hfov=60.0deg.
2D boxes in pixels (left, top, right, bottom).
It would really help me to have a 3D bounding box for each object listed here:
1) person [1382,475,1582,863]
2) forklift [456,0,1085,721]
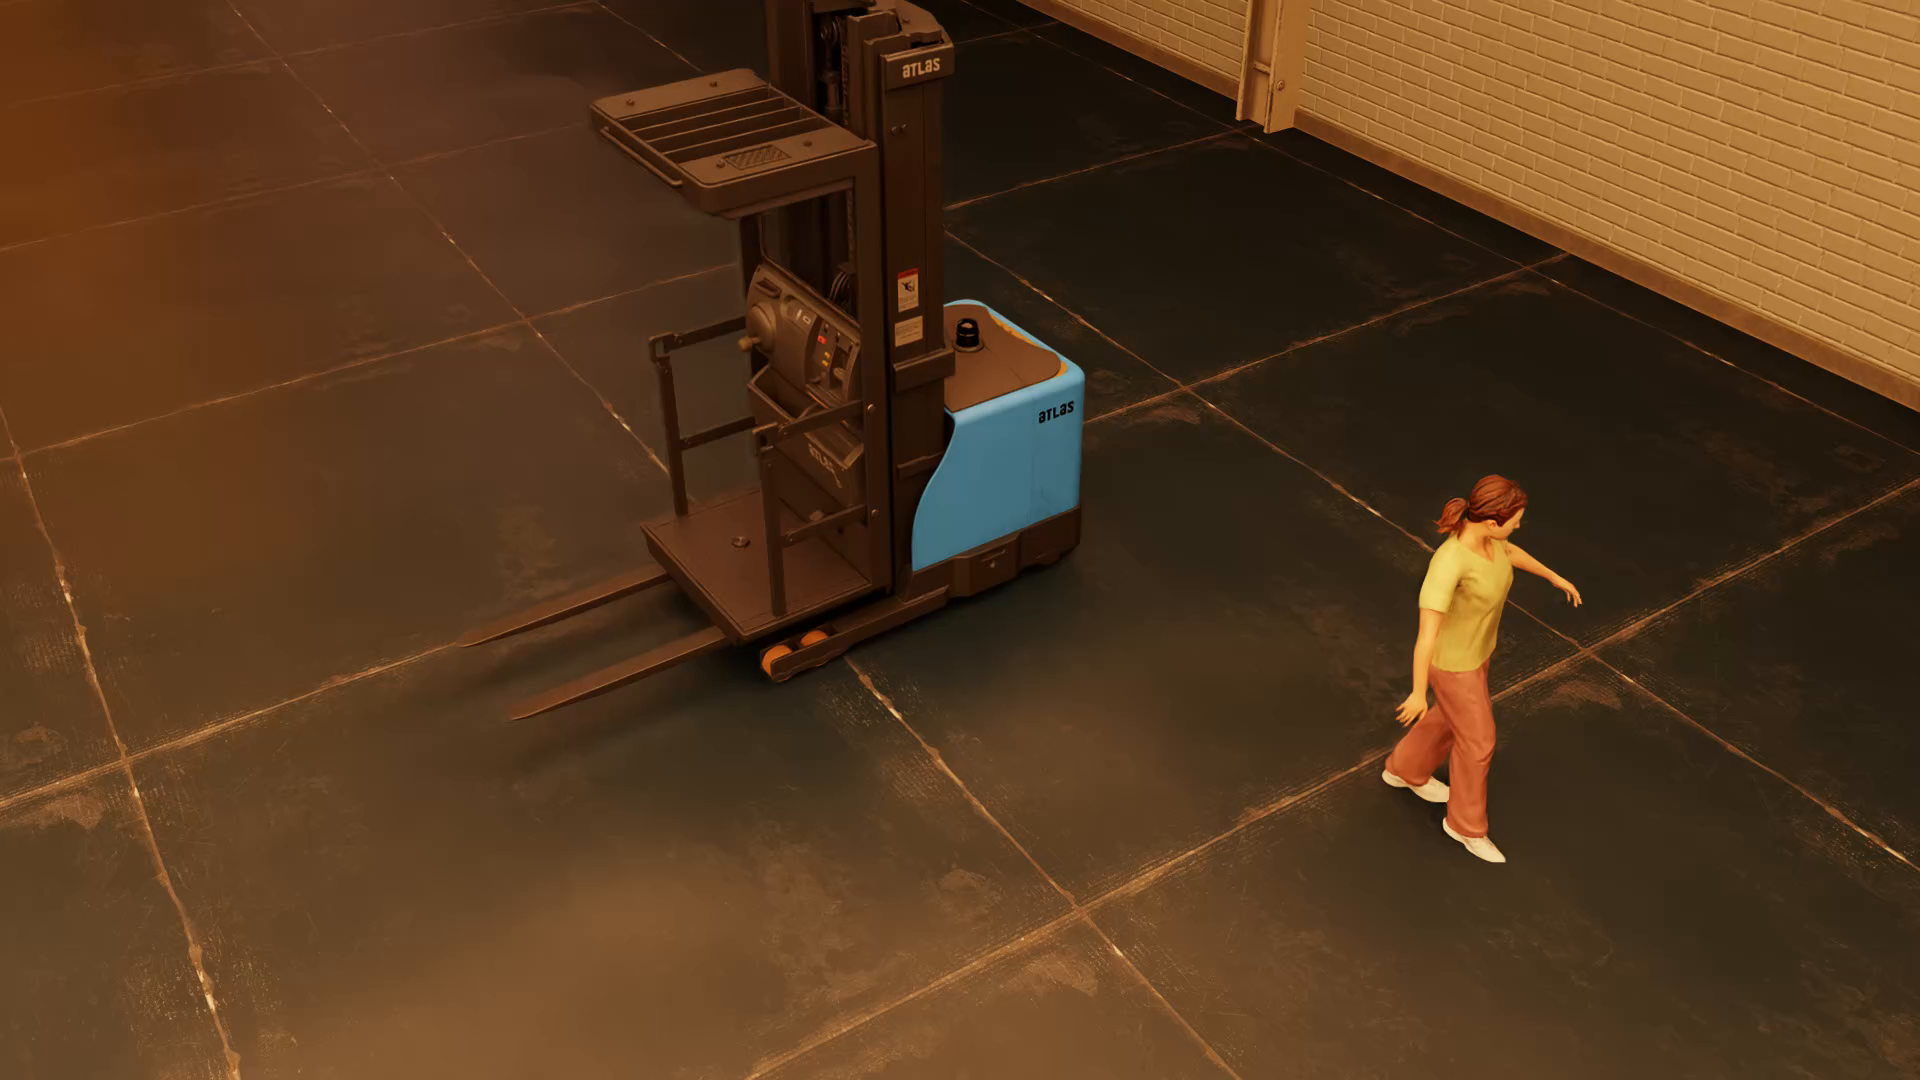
[{"bbox_3d":[2.053,0.508,6.576,0.632,1.691,0.902,23,41,29],"label":"person"},{"bbox_3d":[-0.885,-0.887,7.410,3.031,2.935,1.130,-21,40,-28],"label":"forklift"}]
